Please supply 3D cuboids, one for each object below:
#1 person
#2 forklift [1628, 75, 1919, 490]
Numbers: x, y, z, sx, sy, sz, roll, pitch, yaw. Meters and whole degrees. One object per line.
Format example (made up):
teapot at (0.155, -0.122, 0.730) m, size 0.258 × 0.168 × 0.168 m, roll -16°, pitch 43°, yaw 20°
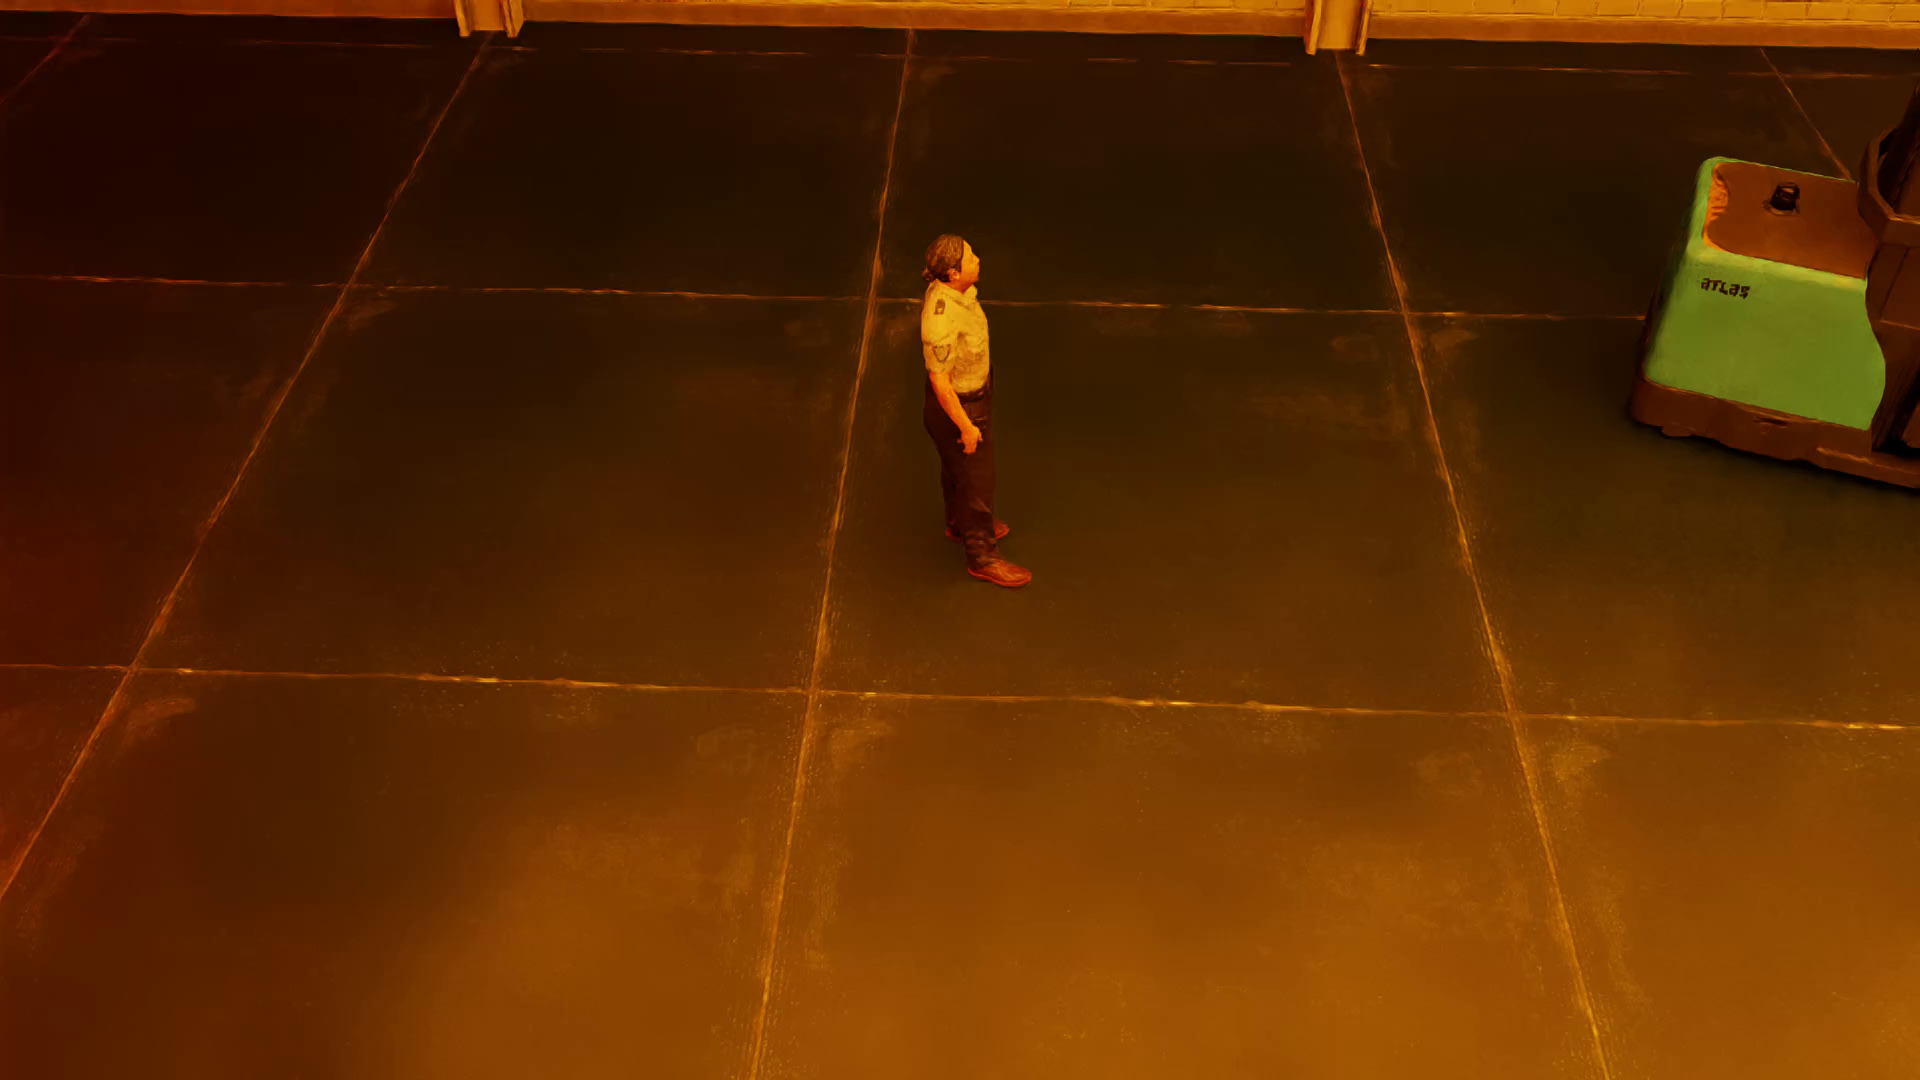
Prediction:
person at (0.089, -0.596, 7.336) m, size 0.502 × 1.650 × 0.599 m, roll 2°, pitch 42°, yaw 2°
forklift at (4.998, -1.581, 7.474) m, size 3.031 × 2.935 × 1.130 m, roll 16°, pitch 45°, yaw 16°
